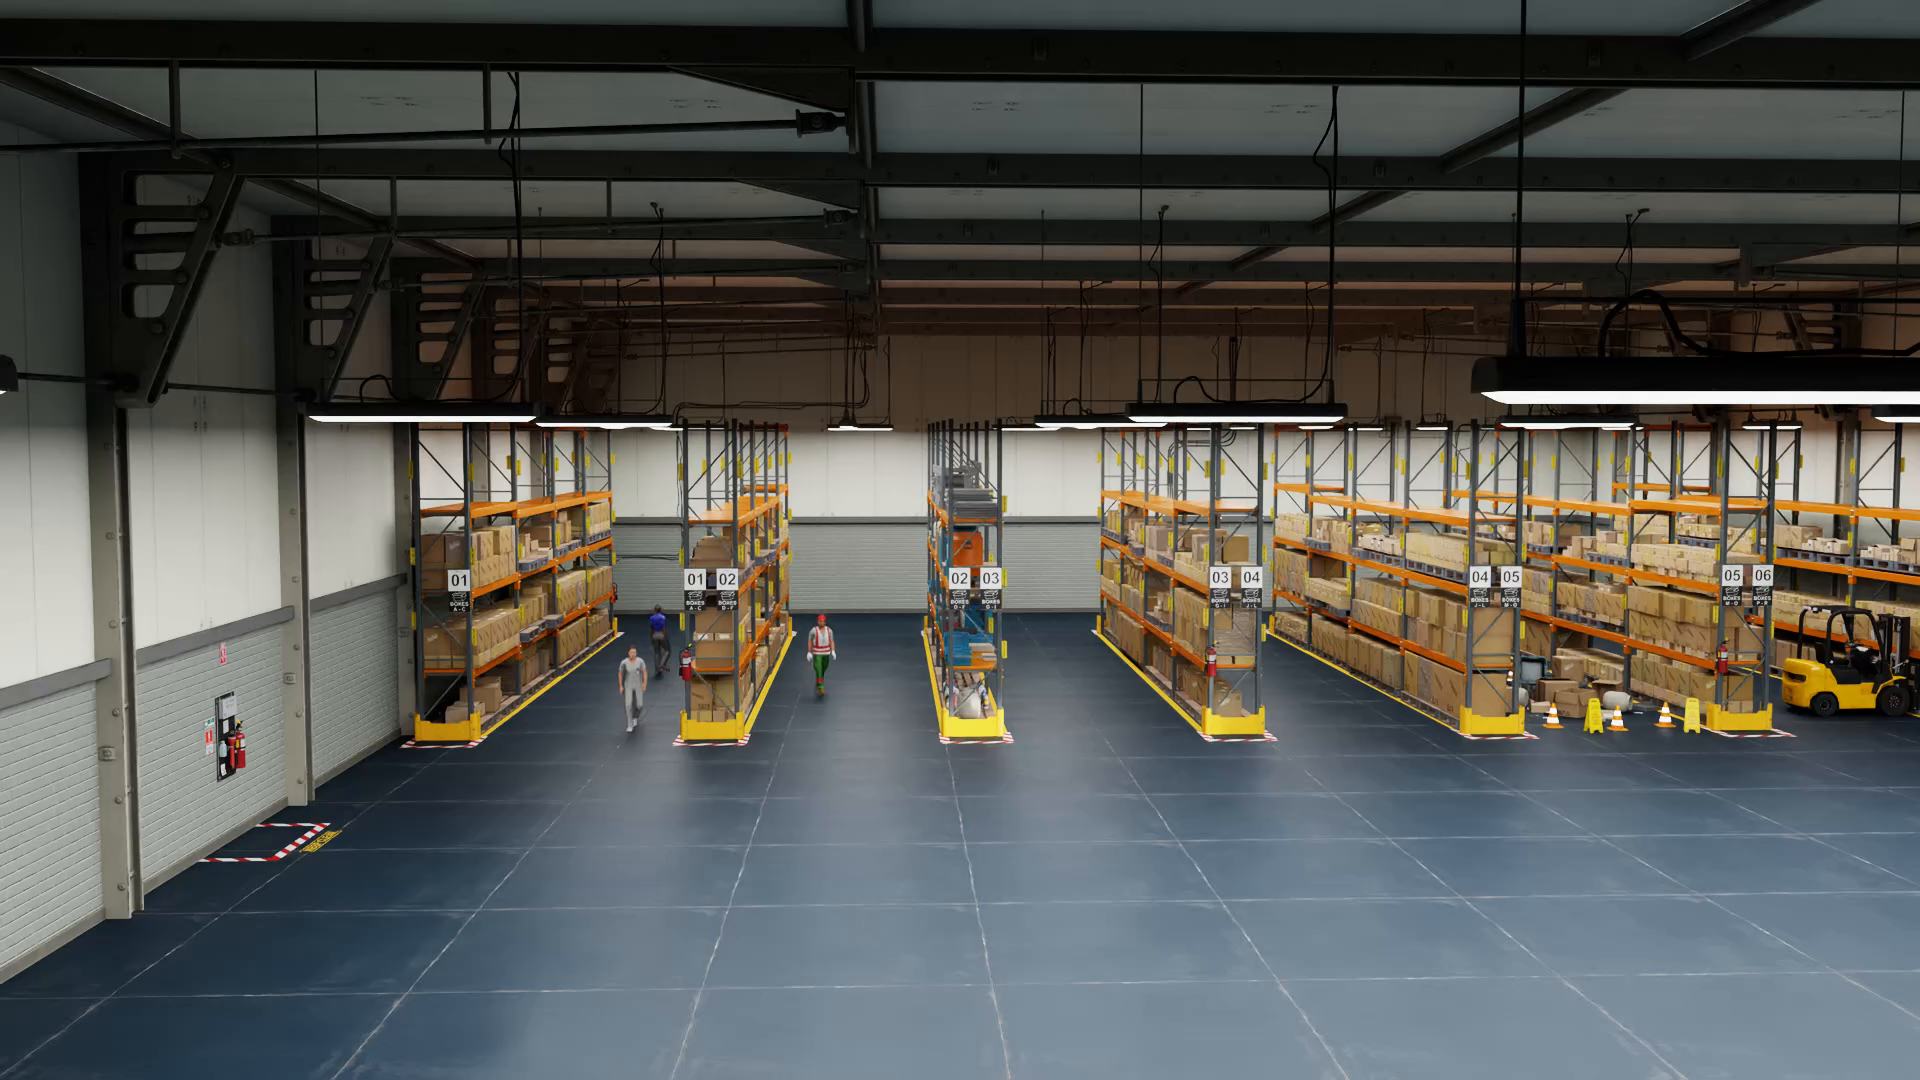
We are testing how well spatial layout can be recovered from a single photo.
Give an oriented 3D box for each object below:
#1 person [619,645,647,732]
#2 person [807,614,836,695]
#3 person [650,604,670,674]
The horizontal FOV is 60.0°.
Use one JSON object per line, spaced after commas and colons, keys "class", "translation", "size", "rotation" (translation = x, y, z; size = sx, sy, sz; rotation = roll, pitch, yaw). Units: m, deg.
{"class": "person", "translation": [-6.338, 2.846, 32.193], "size": [0.534, 1.654, 0.600], "rotation": [-1, 4, -14]}
{"class": "person", "translation": [-2.997, 2.494, 36.377], "size": [0.558, 1.731, 1.041], "rotation": [-2, 4, -30]}
{"class": "person", "translation": [-7.151, 2.359, 39.602], "size": [0.506, 1.645, 0.456], "rotation": [1, 4, 8]}
